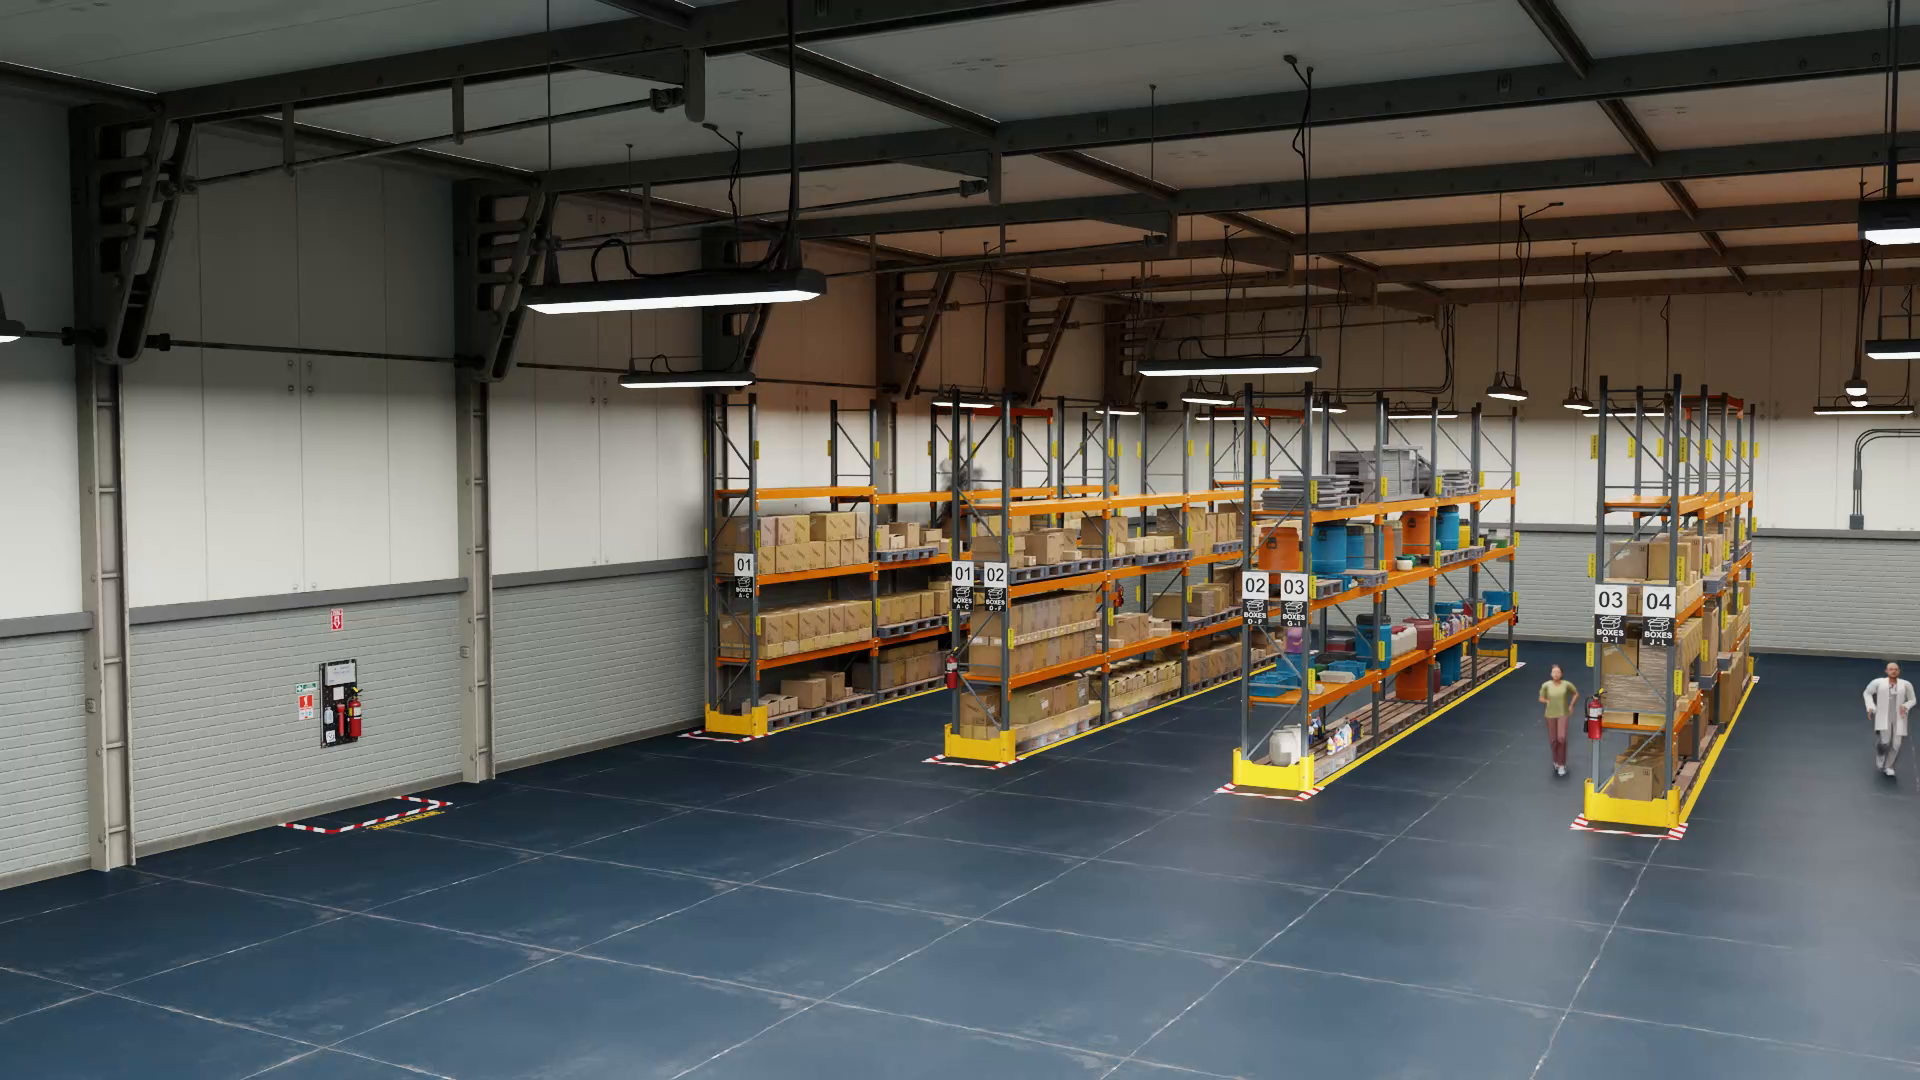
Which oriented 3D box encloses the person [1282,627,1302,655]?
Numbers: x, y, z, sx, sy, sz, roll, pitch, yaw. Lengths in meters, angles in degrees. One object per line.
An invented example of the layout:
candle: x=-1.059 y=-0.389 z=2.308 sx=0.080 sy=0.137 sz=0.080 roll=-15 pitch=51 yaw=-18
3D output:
person: x=6.906 y=2.334 z=34.297 sx=0.547 sy=1.597 sz=0.818 roll=1 pitch=3 yaw=22

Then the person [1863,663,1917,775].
person: x=14.297 y=2.754 z=25.541 sx=0.704 sy=1.732 sz=0.627 roll=1 pitch=3 yaw=21

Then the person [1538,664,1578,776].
person: x=9.268 y=2.783 z=25.811 sx=0.556 sy=1.705 sz=0.711 roll=2 pitch=3 yaw=28
